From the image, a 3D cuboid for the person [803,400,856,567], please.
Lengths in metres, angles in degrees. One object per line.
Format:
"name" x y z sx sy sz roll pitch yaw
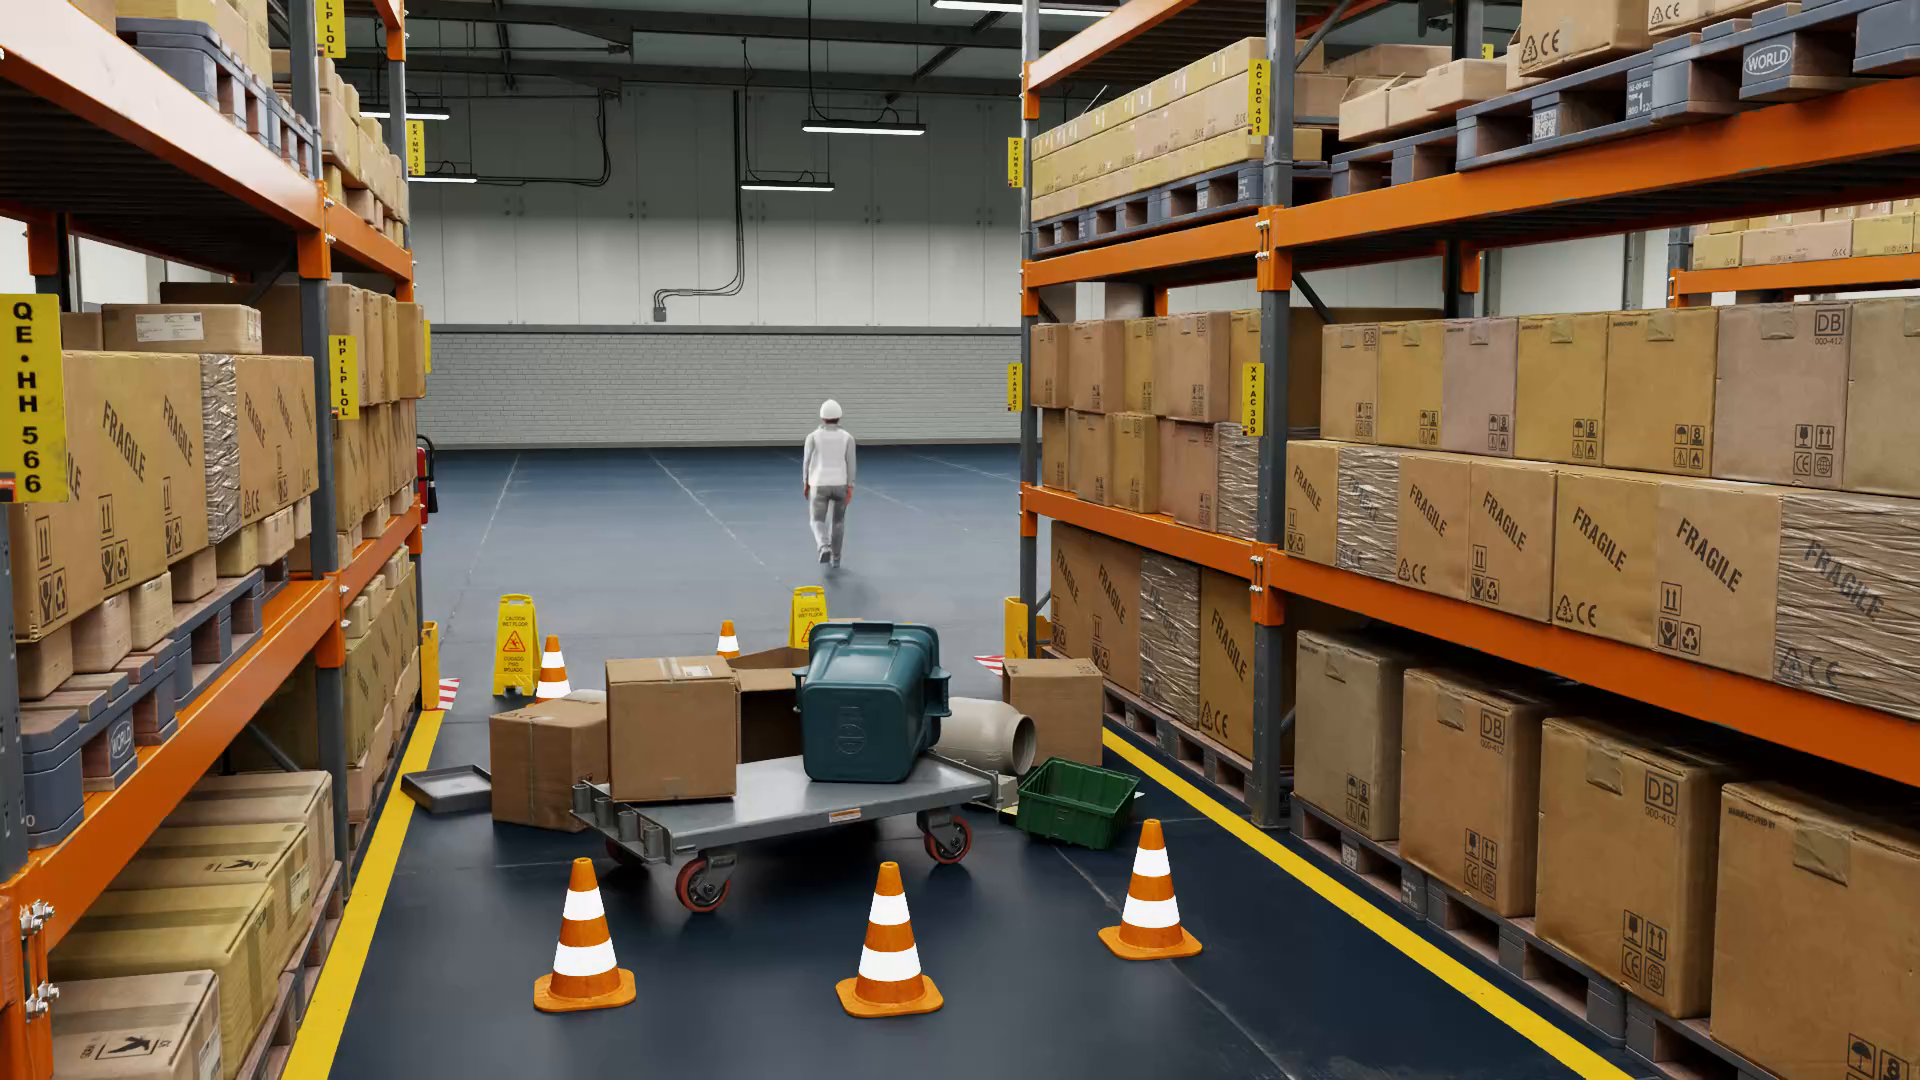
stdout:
"person" -1.342 -0.564 17.103 0.524 1.746 0.864 -2 6 -16
